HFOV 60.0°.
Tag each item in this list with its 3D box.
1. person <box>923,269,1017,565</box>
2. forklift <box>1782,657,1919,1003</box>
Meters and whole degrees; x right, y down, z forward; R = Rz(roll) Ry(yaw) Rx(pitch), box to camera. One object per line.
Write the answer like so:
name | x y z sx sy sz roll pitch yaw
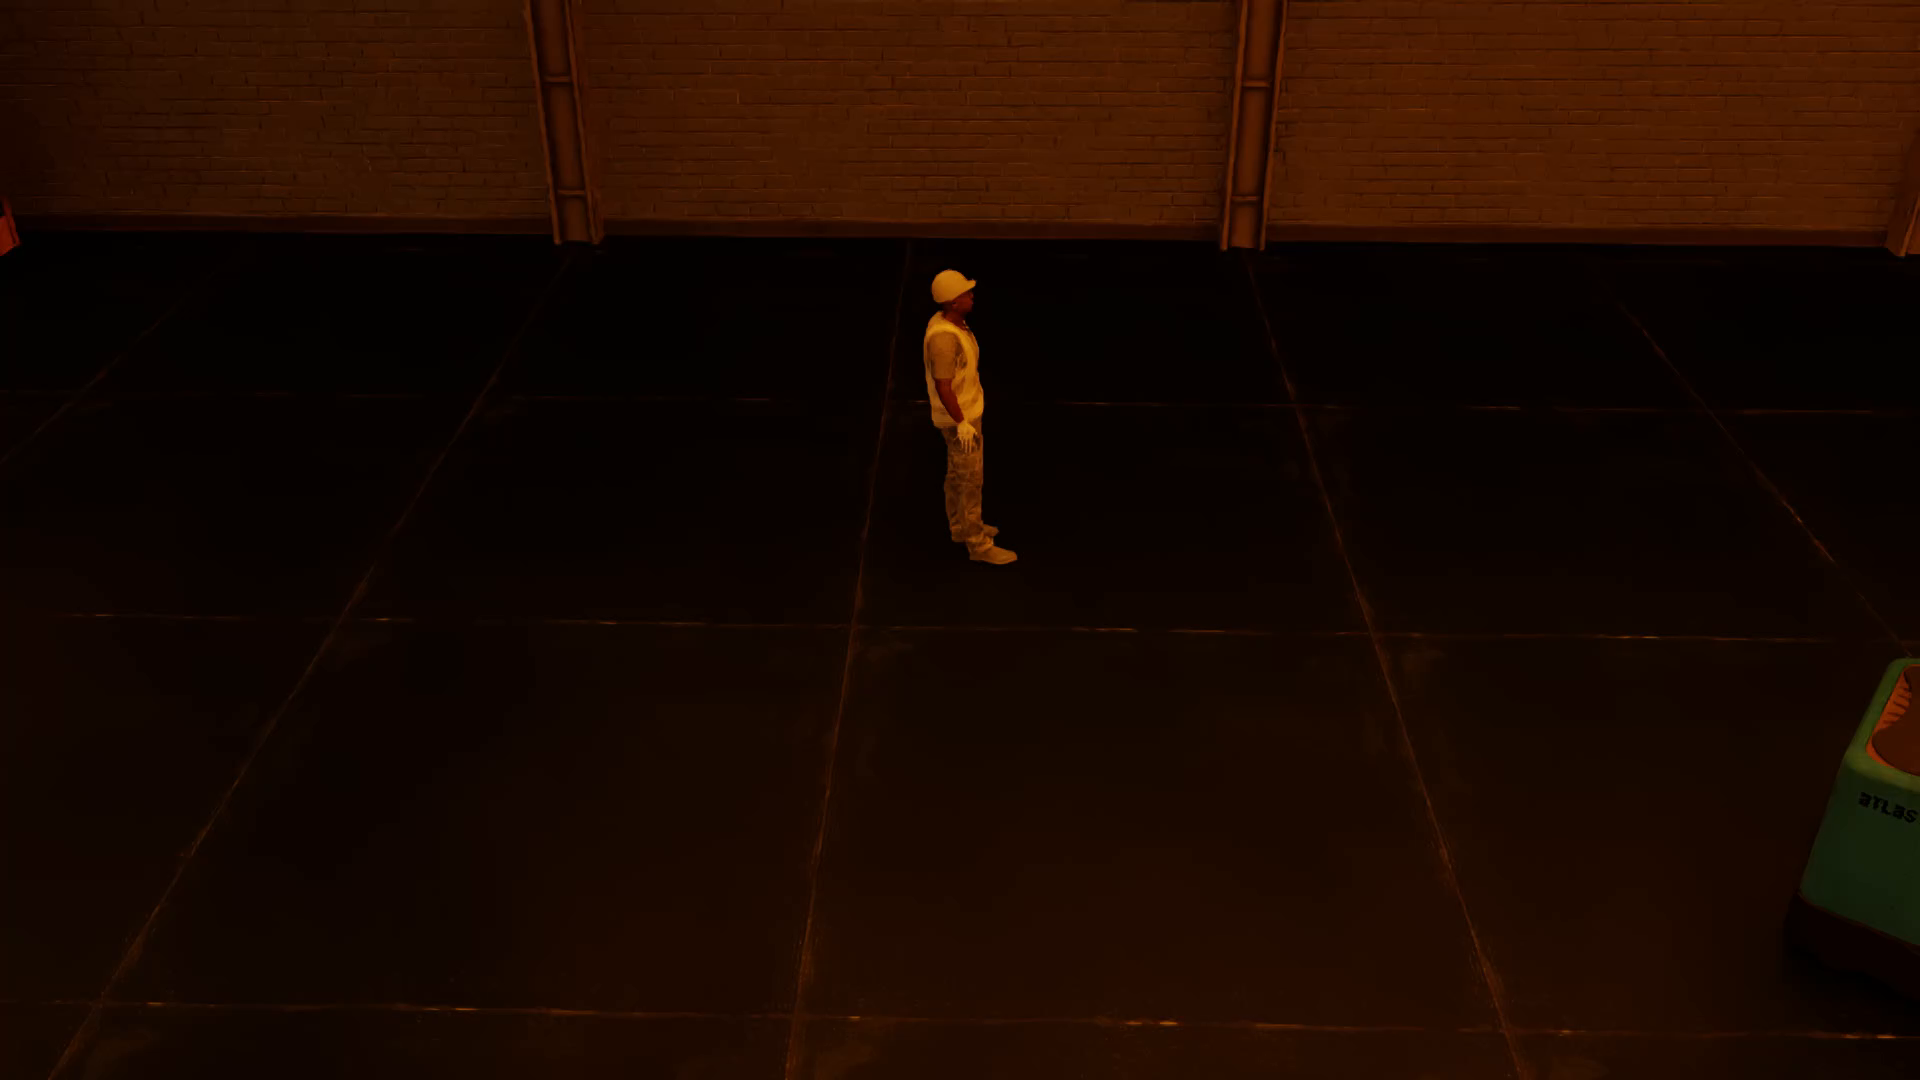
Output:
person | 0.072 -0.769 10.035 0.576 1.782 0.655 1 31 1
forklift | 5.141 0.818 6.226 3.031 2.935 1.130 21 37 32
